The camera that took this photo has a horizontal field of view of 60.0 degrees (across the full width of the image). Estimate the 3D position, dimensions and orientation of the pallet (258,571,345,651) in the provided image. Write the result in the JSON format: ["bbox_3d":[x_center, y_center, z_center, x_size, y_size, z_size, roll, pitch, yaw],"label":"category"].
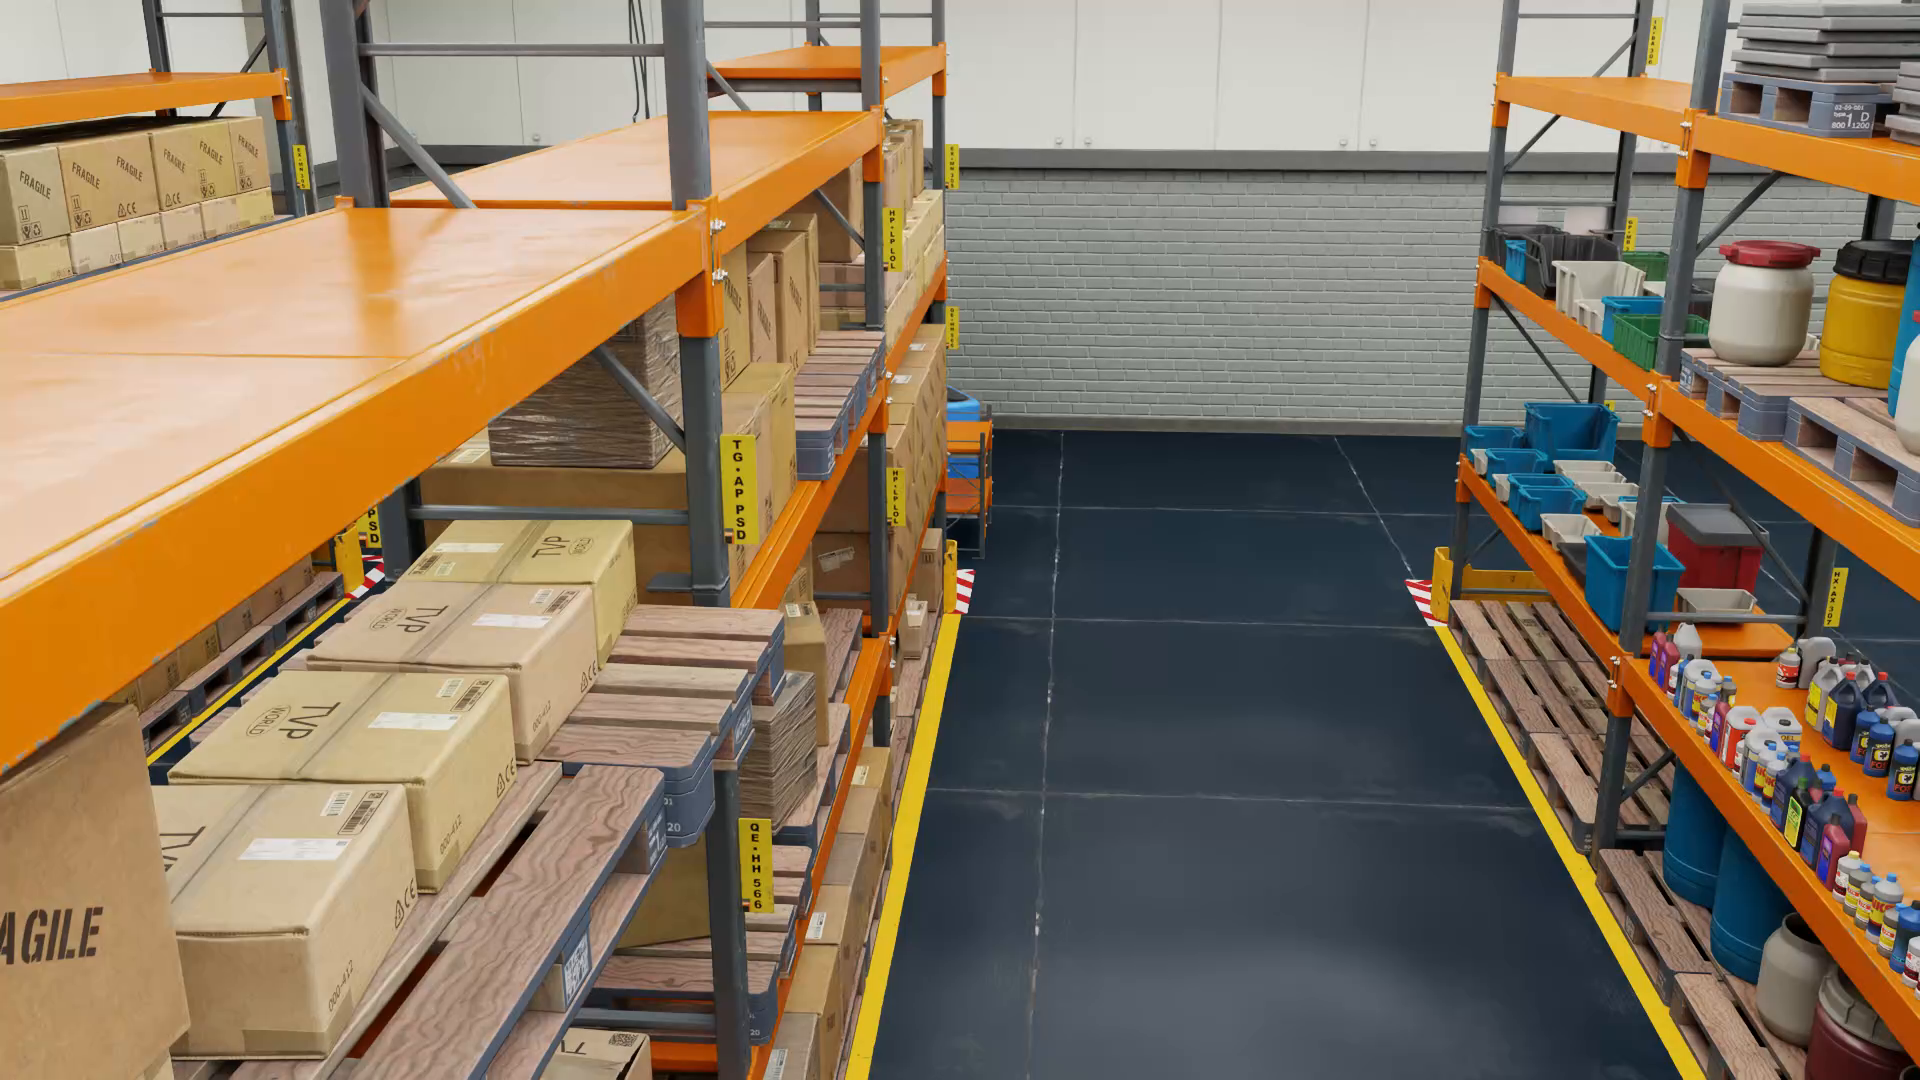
[{"bbox_3d":[-5.532,0.532,12.960,1.003,0.211,1.213,1,18,4],"label":"pallet"}]

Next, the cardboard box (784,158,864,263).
[{"bbox_3d":[-0.901,-1.791,8.989,0.700,0.500,0.500,1,18,4],"label":"cardboard box"}]

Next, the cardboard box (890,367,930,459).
[{"bbox_3d":[-0.473,-0.834,10.886,0.500,0.500,0.500,2,18,6],"label":"cardboard box"}]

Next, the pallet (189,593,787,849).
[{"bbox_3d":[-1.144,0.428,4.286,1.213,0.211,1.003,2,18,6],"label":"pallet"}]

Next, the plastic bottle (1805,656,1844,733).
[{"bbox_3d":[4.159,0.733,7.947,0.144,0.351,0.185,1,18,4],"label":"plastic bottle"}]

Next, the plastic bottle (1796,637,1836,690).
[{"bbox_3d":[4.337,0.609,8.447,0.152,0.276,0.135,1,18,4],"label":"plastic bottle"}]

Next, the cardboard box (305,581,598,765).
[{"bbox_3d":[-1.181,0.303,3.932,0.500,0.250,0.500,2,18,5],"label":"cardboard box"}]

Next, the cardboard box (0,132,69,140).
[{"bbox_3d":[-5.970,-2.304,10.521,0.500,0.500,0.500,1,18,2],"label":"cardboard box"}]

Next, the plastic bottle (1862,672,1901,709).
[{"bbox_3d":[4.290,0.794,7.762,0.144,0.351,0.185,1,18,4],"label":"plastic bottle"}]

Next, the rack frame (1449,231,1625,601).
[{"bbox_3d":[4.329,-0.822,12.614,1.000,3.000,0.127,1,18,4],"label":"rack frame"}]

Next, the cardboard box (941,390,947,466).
[{"bbox_3d":[-0.372,-0.836,12.497,0.500,0.500,0.500,2,18,6],"label":"cardboard box"}]

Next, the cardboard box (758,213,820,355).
[{"bbox_3d":[-1.007,-1.257,8.128,0.600,0.600,0.600,0,18,-1],"label":"cardboard box"}]

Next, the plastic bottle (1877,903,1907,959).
[{"bbox_3d":[3.423,1.424,6.079,0.097,0.201,0.097,0,18,0],"label":"plastic bottle"}]

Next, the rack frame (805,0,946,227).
[{"bbox_3d":[-0.611,-3.785,12.021,1.000,3.000,0.127,1,18,4],"label":"rack frame"}]

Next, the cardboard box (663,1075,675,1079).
[{"bbox_3d":[-1.352,2.234,6.596,0.500,0.500,0.500,2,18,6],"label":"cardboard box"}]

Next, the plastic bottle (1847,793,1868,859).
[{"bbox_3d":[3.598,1.174,6.711,0.061,0.283,0.133,1,18,4],"label":"plastic bottle"}]

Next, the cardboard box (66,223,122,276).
[{"bbox_3d":[-5.476,-1.769,10.092,0.500,0.250,0.500,1,18,3],"label":"cardboard box"}]

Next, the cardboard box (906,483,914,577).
[{"bbox_3d":[-0.556,-0.050,10.098,0.500,0.500,0.500,2,18,5],"label":"cardboard box"}]

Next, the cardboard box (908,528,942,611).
[{"bbox_3d":[-0.404,0.219,12.744,0.500,0.500,0.500,1,18,4],"label":"cardboard box"}]

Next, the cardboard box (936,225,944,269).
[{"bbox_3d":[-0.385,-2.122,12.007,0.500,0.250,0.500,1,18,4],"label":"cardboard box"}]

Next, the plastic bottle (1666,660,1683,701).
[{"bbox_3d":[3.591,0.697,8.298,0.097,0.201,0.097,0,18,0],"label":"plastic bottle"}]

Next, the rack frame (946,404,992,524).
[{"bbox_3d":[0.037,-0.695,15.236,0.500,1.125,0.032,1,18,4],"label":"rack frame"}]

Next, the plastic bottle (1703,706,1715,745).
[{"bbox_3d":[3.554,0.860,7.802,0.097,0.201,0.097,0,18,0],"label":"plastic bottle"}]

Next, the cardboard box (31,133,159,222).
[{"bbox_3d":[-5.448,-2.287,10.469,0.500,0.500,0.500,1,18,4],"label":"cardboard box"}]

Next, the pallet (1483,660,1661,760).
[{"bbox_3d":[4.141,1.136,11.116,1.003,0.211,1.213,1,18,4],"label":"pallet"}]

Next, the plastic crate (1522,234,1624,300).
[{"bbox_3d":[3.946,-1.750,10.728,0.504,0.338,0.767,1,18,4],"label":"plastic crate"}]

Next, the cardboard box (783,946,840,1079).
[{"bbox_3d":[-0.794,2.076,7.077,0.500,0.500,0.500,1,18,3],"label":"cardboard box"}]

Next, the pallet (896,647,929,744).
[{"bbox_3d":[-0.763,1.041,11.409,1.003,0.211,1.213,1,18,4],"label":"pallet"}]

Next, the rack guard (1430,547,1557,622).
[{"bbox_3d":[4.318,0.358,13.027,1.175,0.500,0.348,1,18,4],"label":"rack guard"}]

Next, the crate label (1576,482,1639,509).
[{"bbox_3d":[4.421,-0.291,11.321,0.396,0.136,0.243,1,18,4],"label":"crate label"}]

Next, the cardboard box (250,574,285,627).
[{"bbox_3d":[-5.538,0.320,12.469,0.700,0.500,0.500,1,18,4],"label":"cardboard box"}]

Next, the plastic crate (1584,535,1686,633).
[{"bbox_3d":[3.736,0.247,9.282,0.392,0.384,0.575,1,18,4],"label":"plastic crate"}]

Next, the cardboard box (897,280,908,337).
[{"bbox_3d":[-0.576,-1.346,9.638,0.500,0.250,0.500,1,18,4],"label":"cardboard box"}]

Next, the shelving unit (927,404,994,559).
[{"bbox_3d":[0.000,-0.537,14.754,0.538,1.125,1.048,1,18,4],"label":"shelving unit"}]

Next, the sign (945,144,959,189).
[{"bbox_3d":[-0.059,-2.761,12.294,0.100,0.325,0.005,1,18,4],"label":"sign"}]

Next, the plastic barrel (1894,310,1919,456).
[{"bbox_3d":[3.733,-0.581,6.169,0.433,0.535,0.433,0,18,0],"label":"plastic barrel"}]

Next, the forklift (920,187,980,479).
[{"bbox_3d":[-0.861,-2.022,16.387,1.130,2.935,3.031,-8,20,-23],"label":"forklift"}]

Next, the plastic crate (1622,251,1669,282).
[{"bbox_3d":[4.543,-1.834,11.226,0.450,0.188,0.336,1,18,4],"label":"plastic crate"}]

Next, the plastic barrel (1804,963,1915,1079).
[{"bbox_3d":[3.855,2.106,6.877,0.600,0.588,0.708,1,18,4],"label":"plastic barrel"}]

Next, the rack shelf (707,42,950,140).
[{"bbox_3d":[-0.754,-2.820,10.238,1.077,0.370,4.000,1,18,4],"label":"rack shelf"}]

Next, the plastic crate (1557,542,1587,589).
[{"bbox_3d":[3.855,0.169,9.936,0.437,0.125,0.590,1,18,4],"label":"plastic crate"}]

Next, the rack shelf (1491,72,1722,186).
[{"bbox_3d":[4.186,-2.520,9.959,1.077,0.370,4.000,1,18,4],"label":"rack shelf"}]

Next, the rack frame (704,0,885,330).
[{"bbox_3d":[-0.898,-2.542,8.230,1.000,3.000,0.127,1,18,4],"label":"rack frame"}]

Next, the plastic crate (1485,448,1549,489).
[{"bbox_3d":[3.936,-0.497,11.795,0.416,0.233,0.300,1,18,4],"label":"plastic crate"}]

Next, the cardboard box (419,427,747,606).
[{"bbox_3d":[-1.187,-0.058,5.306,0.910,0.500,0.500,1,18,4],"label":"cardboard box"}]

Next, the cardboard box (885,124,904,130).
[{"bbox_3d":[-0.752,-2.568,11.361,0.700,0.500,0.500,1,18,4],"label":"cardboard box"}]

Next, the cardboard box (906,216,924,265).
[{"bbox_3d":[-0.498,-1.894,10.507,0.500,0.250,0.500,1,18,4],"label":"cardboard box"}]

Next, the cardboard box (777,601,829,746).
[{"bbox_3d":[-0.963,0.612,7.404,0.700,0.500,0.500,-3,18,-10],"label":"cardboard box"}]

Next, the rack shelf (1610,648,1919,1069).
[{"bbox_3d":[3.899,1.383,7.039,1.077,0.370,4.000,1,18,4],"label":"rack shelf"}]

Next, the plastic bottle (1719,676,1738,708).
[{"bbox_3d":[3.729,0.761,8.103,0.097,0.201,0.097,0,18,0],"label":"plastic bottle"}]

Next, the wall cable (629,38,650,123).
[{"bbox_3d":[-4.790,-4.167,18.175,3.097,2.526,0.112,1,18,4],"label":"wall cable"}]

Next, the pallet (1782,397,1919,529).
[{"bbox_3d":[4.005,-0.317,6.560,1.003,0.211,1.213,1,18,4],"label":"pallet"}]

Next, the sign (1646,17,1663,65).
[{"bbox_3d":[4.879,-3.512,11.708,0.100,0.325,0.005,1,18,4],"label":"sign"}]

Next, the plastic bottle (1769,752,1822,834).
[{"bbox_3d":[3.517,1.049,6.985,0.144,0.351,0.185,1,18,4],"label":"plastic bottle"}]
